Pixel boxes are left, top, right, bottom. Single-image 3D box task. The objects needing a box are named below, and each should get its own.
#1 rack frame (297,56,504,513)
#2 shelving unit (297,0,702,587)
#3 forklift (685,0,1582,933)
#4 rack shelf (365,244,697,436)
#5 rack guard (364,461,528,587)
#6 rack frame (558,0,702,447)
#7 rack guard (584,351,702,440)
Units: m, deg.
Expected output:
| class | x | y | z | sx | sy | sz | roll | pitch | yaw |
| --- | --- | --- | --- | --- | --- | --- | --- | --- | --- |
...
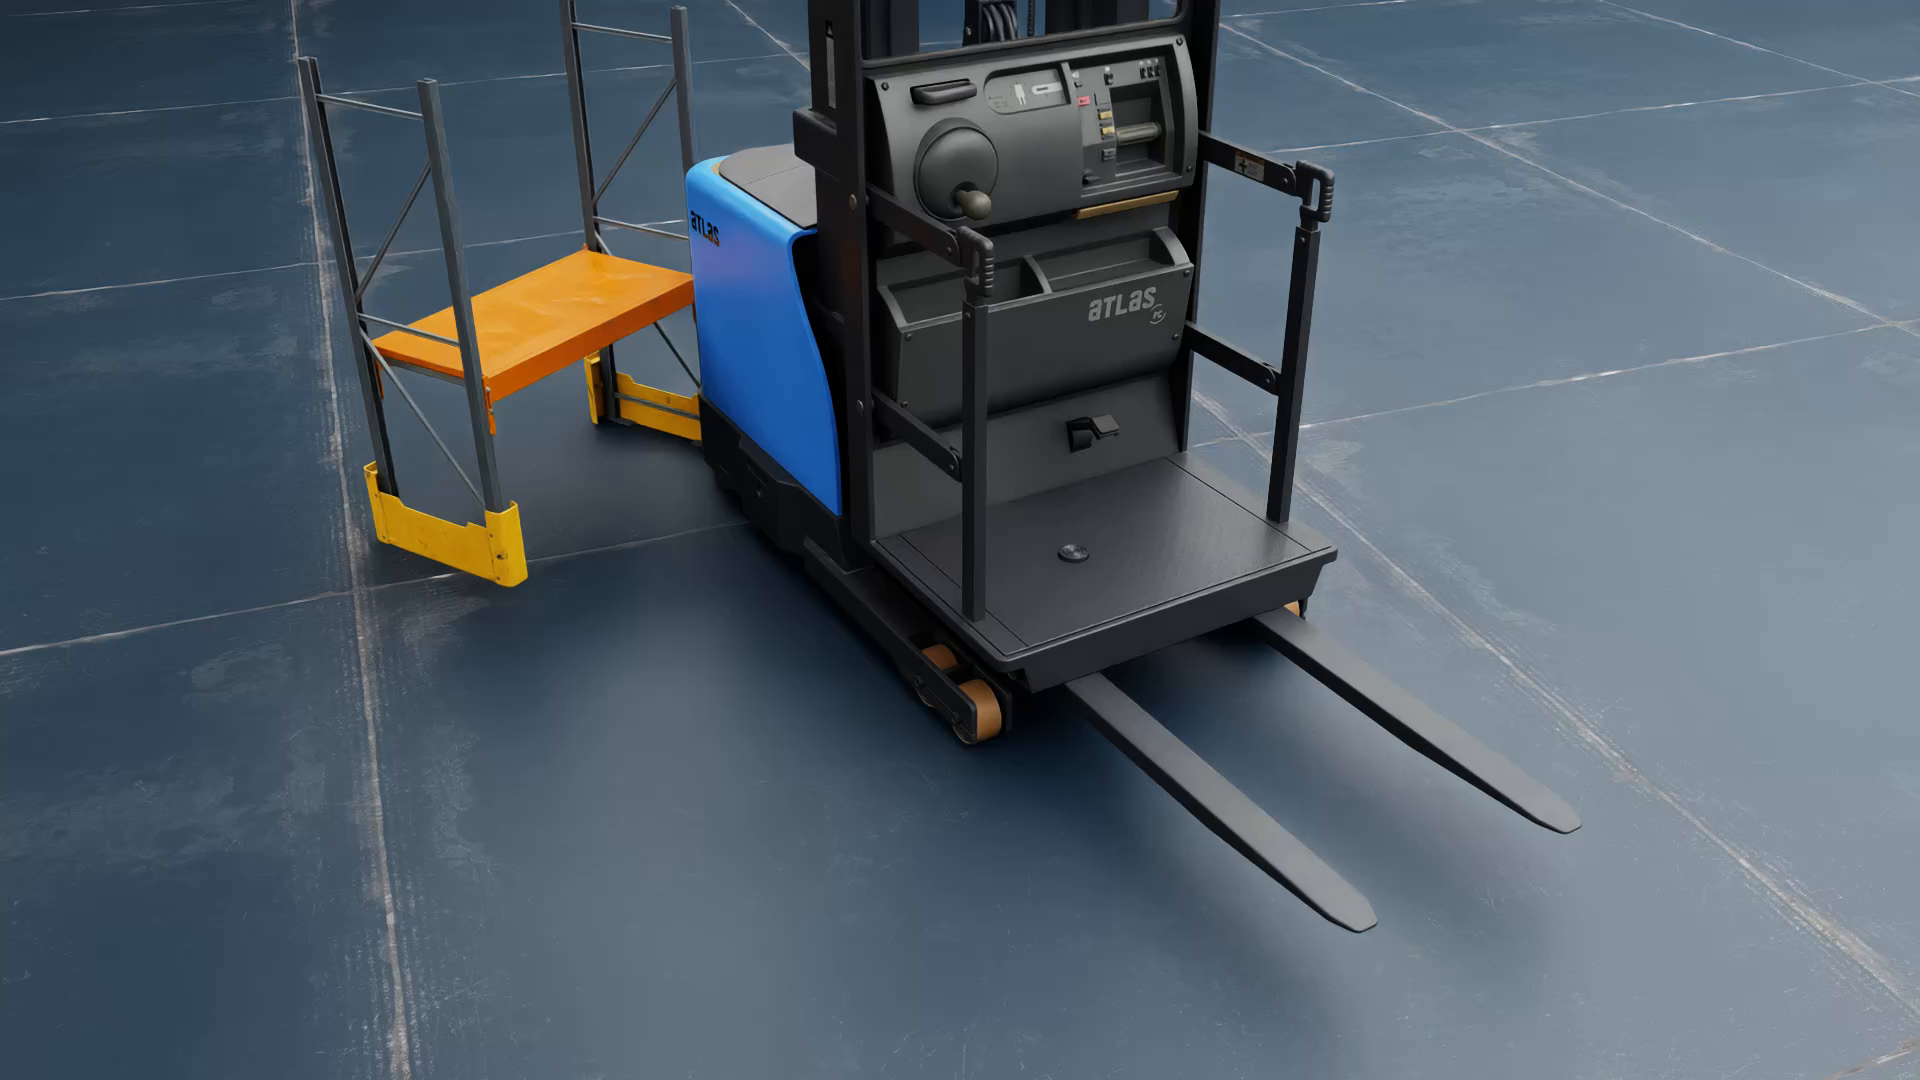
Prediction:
| class | x | y | z | sx | sy | sz | roll | pitch | yaw |
| --- | --- | --- | --- | --- | --- | --- | --- | --- | --- |
| rack frame | -1.578 | -0.598 | 4.785 | 0.500 | 1.500 | 0.032 | 17 | 34 | 27 |
| shelving unit | -1.321 | -0.810 | 5.157 | 0.587 | 1.500 | 1.083 | 17 | 34 | 27 |
| forklift | 0.322 | -1.007 | 4.056 | 1.130 | 2.935 | 3.031 | -16 | 34 | -26 |
| rack shelf | -1.317 | -0.658 | 5.253 | 0.538 | 0.185 | 1.000 | 17 | 34 | 27 |
| rack guard | -1.577 | -0.056 | 5.095 | 0.587 | 0.250 | 0.087 | 17 | 34 | 27 |
| rack frame | -1.056 | -1.030 | 5.543 | 0.500 | 1.500 | 0.032 | 17 | 34 | 27 |
| rack guard | -1.066 | -0.479 | 5.837 | 0.587 | 0.250 | 0.087 | 17 | 34 | 27 |
